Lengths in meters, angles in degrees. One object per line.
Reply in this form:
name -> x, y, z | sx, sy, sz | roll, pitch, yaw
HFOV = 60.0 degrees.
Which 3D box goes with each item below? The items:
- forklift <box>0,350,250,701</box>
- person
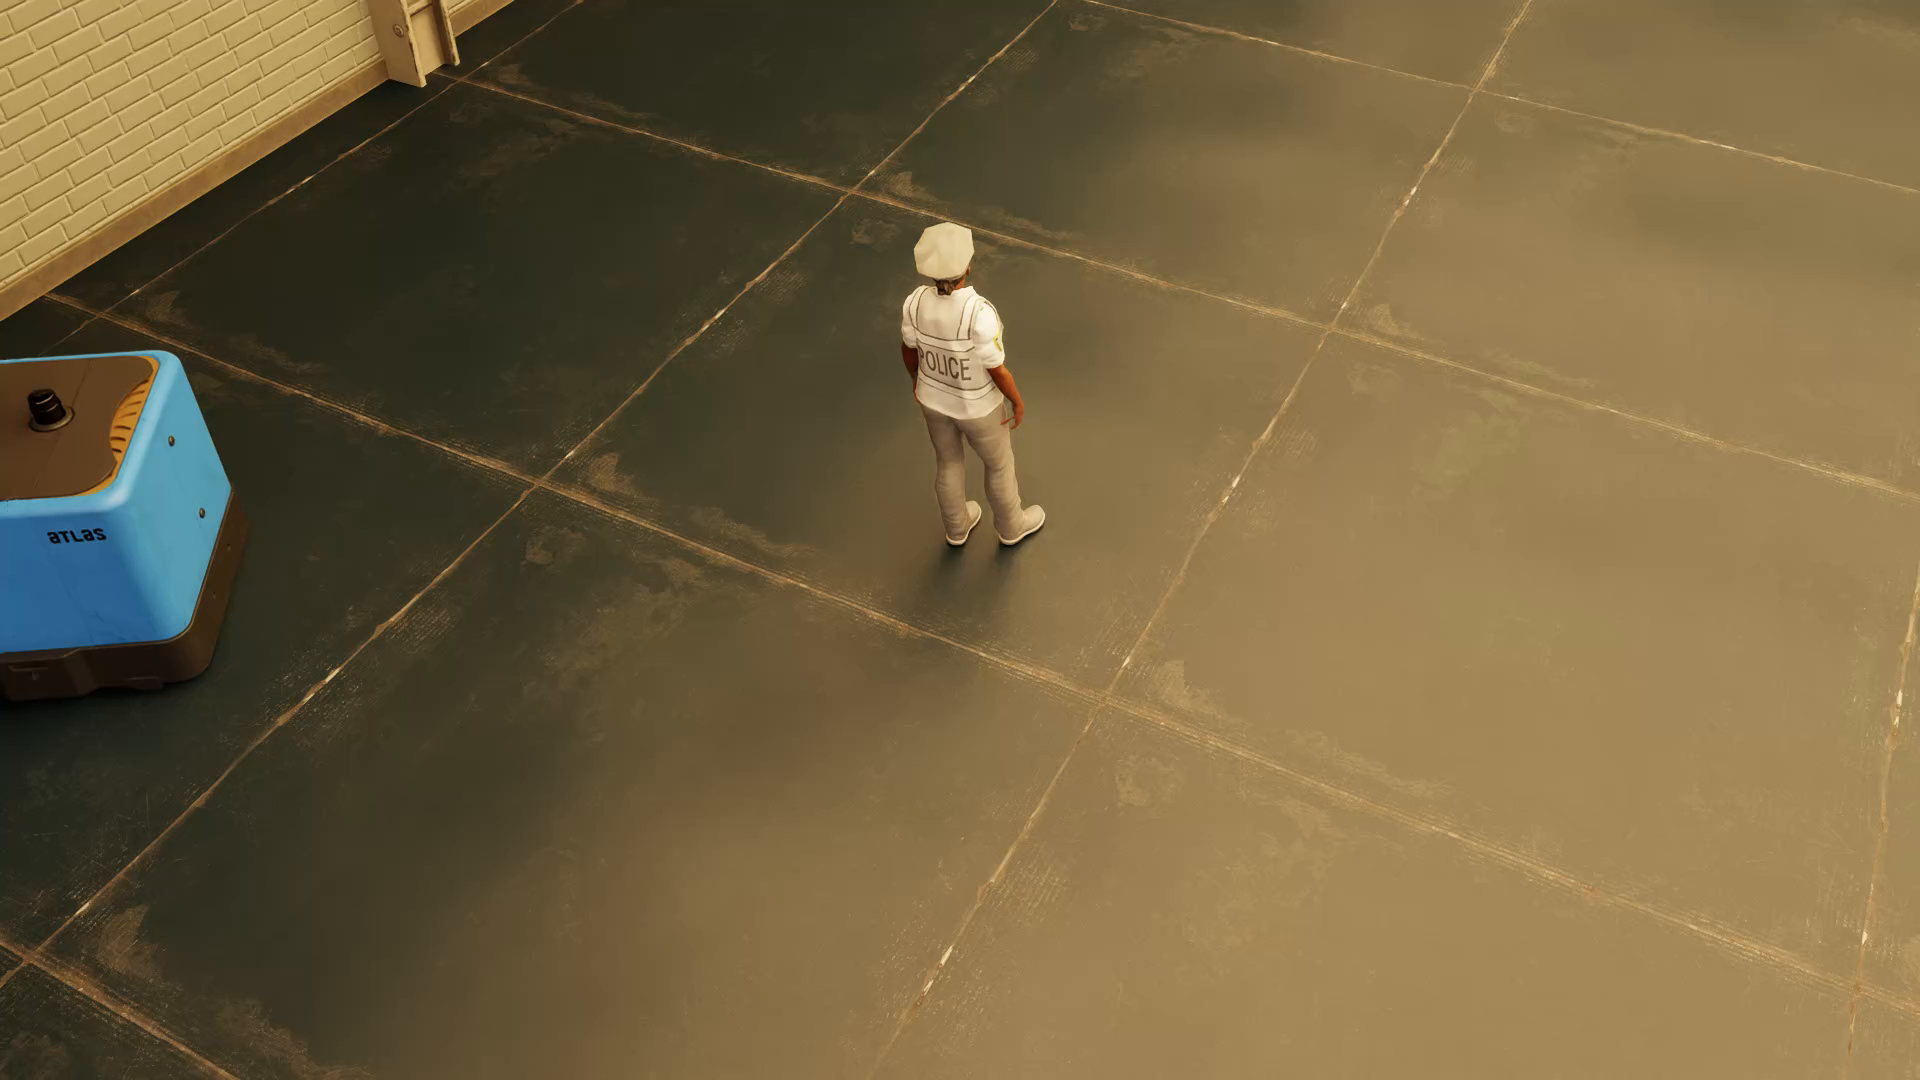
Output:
forklift -> -4.767, -0.664, 6.359 | 3.031, 2.935, 1.130 | -4, 43, -5
person -> 0.052, -0.662, 7.247 | 0.570, 1.697, 0.528 | 20, 47, 20
